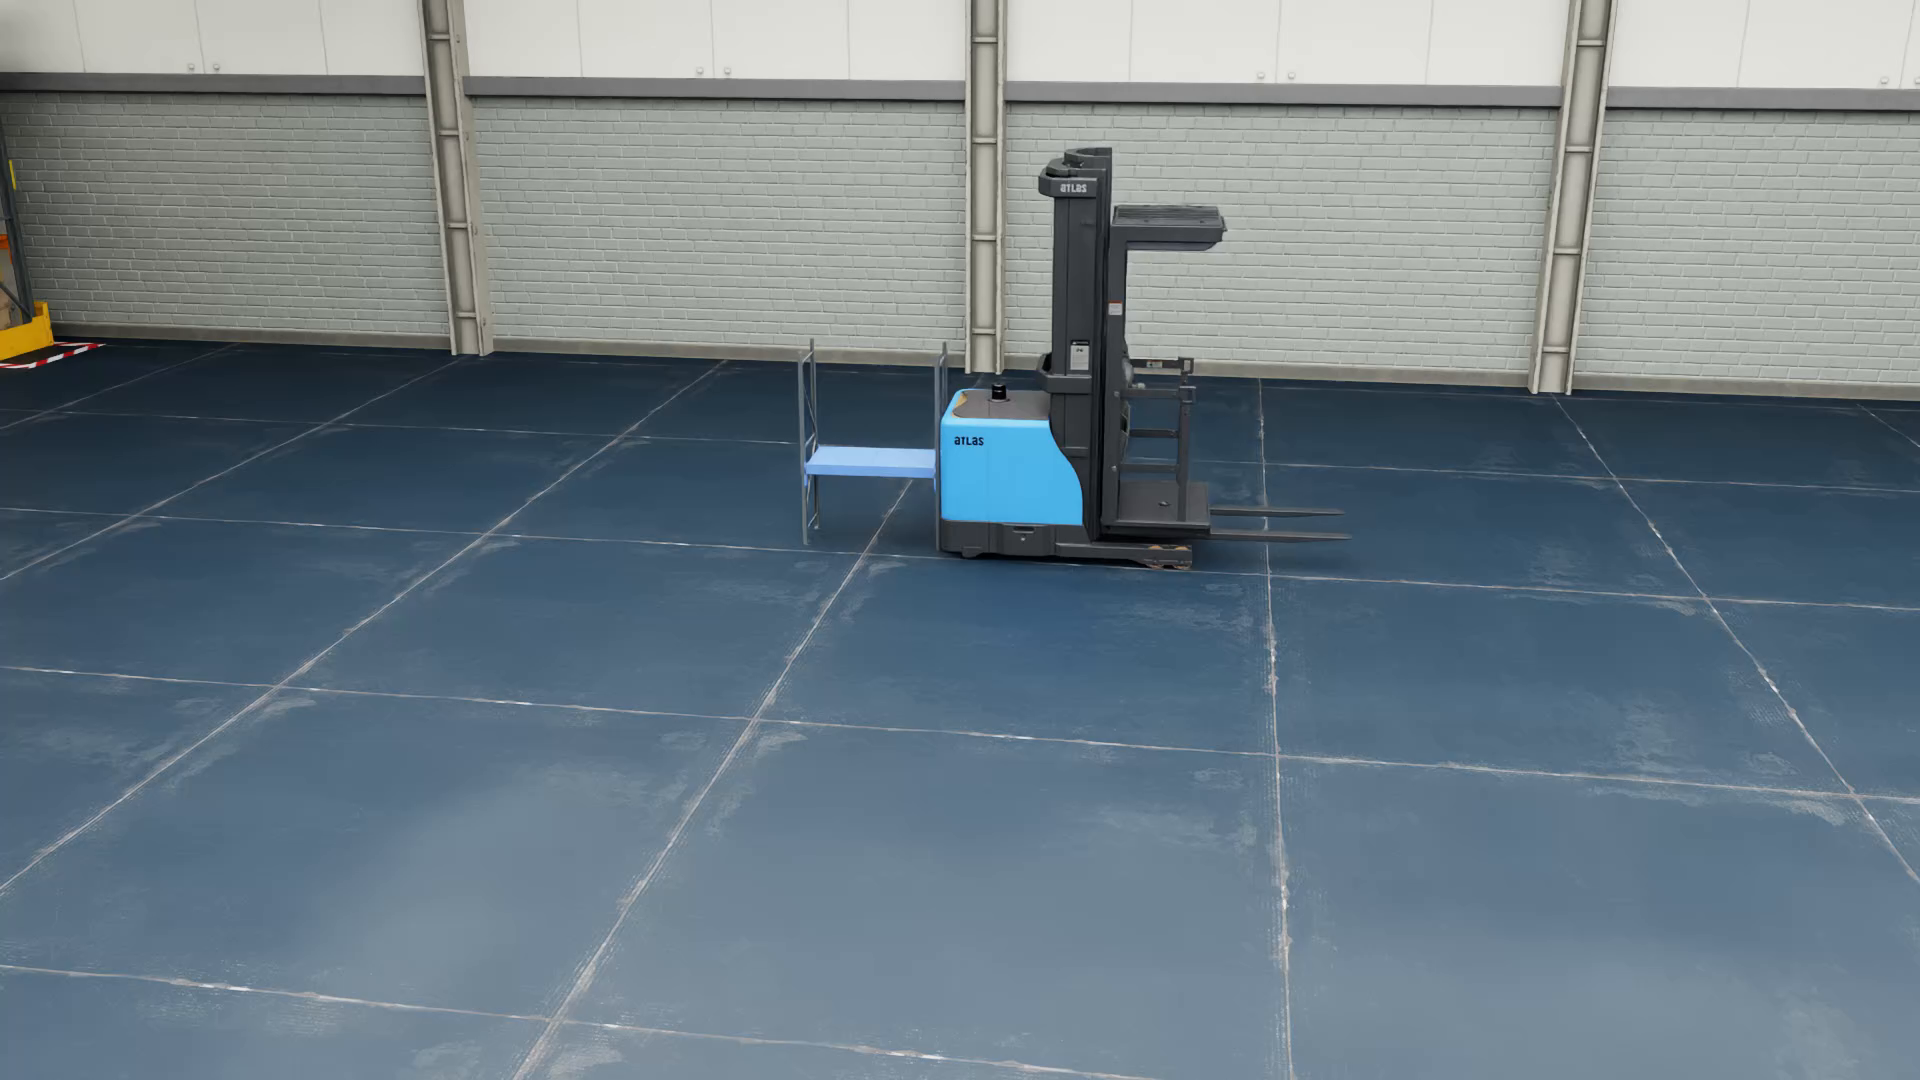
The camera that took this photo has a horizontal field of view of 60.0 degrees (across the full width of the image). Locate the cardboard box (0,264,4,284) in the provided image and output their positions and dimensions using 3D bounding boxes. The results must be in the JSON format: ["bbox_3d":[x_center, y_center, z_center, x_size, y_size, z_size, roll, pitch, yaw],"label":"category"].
[{"bbox_3d":[-11.474,-3.035,19.244,0.500,0.250,0.500,3,19,8],"label":"cardboard box"}]

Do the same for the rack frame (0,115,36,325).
[{"bbox_3d":[-11.029,-3.583,18.783,0.127,3.000,1.000,3,19,9],"label":"rack frame"}]

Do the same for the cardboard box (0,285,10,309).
[{"bbox_3d":[-11.460,-2.804,19.339,0.500,0.250,0.500,3,19,10],"label":"cardboard box"}]

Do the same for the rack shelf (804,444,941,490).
[{"bbox_3d":[-0.646,-0.558,12.673,1.000,0.185,0.538,2,19,6],"label":"rack shelf"}]

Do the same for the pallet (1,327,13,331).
[{"bbox_3d":[-11.791,-2.286,19.301,1.213,0.211,1.003,3,19,9],"label":"pallet"}]

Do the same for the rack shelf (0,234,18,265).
[{"bbox_3d":[-13.004,-3.342,19.198,4.000,0.370,1.077,3,19,9],"label":"rack shelf"}]

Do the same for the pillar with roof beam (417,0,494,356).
[{"bbox_3d":[-6.332,-5.094,13.847,0.400,9.000,9.100,3,19,9],"label":"pillar with roof beam"}]

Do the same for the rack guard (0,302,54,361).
[{"bbox_3d":[-11.005,-2.396,19.176,0.348,0.500,1.175,3,19,9],"label":"rack guard"}]

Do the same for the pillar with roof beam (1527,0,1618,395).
[{"bbox_3d":[5.516,-4.490,12.042,0.400,9.000,9.100,3,19,9],"label":"pillar with roof beam"}]

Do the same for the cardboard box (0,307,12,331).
[{"bbox_3d":[-11.483,-2.564,19.410,0.500,0.250,0.500,3,19,9],"label":"cardboard box"}]

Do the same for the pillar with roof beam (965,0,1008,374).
[{"bbox_3d":[-0.408,-4.792,12.944,0.400,9.000,9.100,3,19,9],"label":"pillar with roof beam"}]

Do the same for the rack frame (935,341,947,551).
[{"bbox_3d":[-0.141,-0.710,12.561,0.032,1.500,0.500,2,19,6],"label":"rack frame"}]

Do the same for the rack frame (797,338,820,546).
[{"bbox_3d":[-1.151,-0.747,12.671,0.032,1.500,0.500,2,19,6],"label":"rack frame"}]

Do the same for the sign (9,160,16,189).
[{"bbox_3d":[-10.935,-4.204,19.152,0.005,0.325,0.100,3,19,9],"label":"sign"}]

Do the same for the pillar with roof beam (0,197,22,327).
[{"bbox_3d":[-12.257,-5.396,14.749,0.400,9.000,9.100,3,19,9],"label":"pillar with roof beam"}]

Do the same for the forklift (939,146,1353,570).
[{"bbox_3d":[1.400,-1.351,12.222,3.031,2.935,1.130,2,19,6],"label":"forklift"}]

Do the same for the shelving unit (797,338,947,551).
[{"bbox_3d":[-0.646,-0.728,12.616,1.048,1.500,0.538,2,19,6],"label":"shelving unit"}]
